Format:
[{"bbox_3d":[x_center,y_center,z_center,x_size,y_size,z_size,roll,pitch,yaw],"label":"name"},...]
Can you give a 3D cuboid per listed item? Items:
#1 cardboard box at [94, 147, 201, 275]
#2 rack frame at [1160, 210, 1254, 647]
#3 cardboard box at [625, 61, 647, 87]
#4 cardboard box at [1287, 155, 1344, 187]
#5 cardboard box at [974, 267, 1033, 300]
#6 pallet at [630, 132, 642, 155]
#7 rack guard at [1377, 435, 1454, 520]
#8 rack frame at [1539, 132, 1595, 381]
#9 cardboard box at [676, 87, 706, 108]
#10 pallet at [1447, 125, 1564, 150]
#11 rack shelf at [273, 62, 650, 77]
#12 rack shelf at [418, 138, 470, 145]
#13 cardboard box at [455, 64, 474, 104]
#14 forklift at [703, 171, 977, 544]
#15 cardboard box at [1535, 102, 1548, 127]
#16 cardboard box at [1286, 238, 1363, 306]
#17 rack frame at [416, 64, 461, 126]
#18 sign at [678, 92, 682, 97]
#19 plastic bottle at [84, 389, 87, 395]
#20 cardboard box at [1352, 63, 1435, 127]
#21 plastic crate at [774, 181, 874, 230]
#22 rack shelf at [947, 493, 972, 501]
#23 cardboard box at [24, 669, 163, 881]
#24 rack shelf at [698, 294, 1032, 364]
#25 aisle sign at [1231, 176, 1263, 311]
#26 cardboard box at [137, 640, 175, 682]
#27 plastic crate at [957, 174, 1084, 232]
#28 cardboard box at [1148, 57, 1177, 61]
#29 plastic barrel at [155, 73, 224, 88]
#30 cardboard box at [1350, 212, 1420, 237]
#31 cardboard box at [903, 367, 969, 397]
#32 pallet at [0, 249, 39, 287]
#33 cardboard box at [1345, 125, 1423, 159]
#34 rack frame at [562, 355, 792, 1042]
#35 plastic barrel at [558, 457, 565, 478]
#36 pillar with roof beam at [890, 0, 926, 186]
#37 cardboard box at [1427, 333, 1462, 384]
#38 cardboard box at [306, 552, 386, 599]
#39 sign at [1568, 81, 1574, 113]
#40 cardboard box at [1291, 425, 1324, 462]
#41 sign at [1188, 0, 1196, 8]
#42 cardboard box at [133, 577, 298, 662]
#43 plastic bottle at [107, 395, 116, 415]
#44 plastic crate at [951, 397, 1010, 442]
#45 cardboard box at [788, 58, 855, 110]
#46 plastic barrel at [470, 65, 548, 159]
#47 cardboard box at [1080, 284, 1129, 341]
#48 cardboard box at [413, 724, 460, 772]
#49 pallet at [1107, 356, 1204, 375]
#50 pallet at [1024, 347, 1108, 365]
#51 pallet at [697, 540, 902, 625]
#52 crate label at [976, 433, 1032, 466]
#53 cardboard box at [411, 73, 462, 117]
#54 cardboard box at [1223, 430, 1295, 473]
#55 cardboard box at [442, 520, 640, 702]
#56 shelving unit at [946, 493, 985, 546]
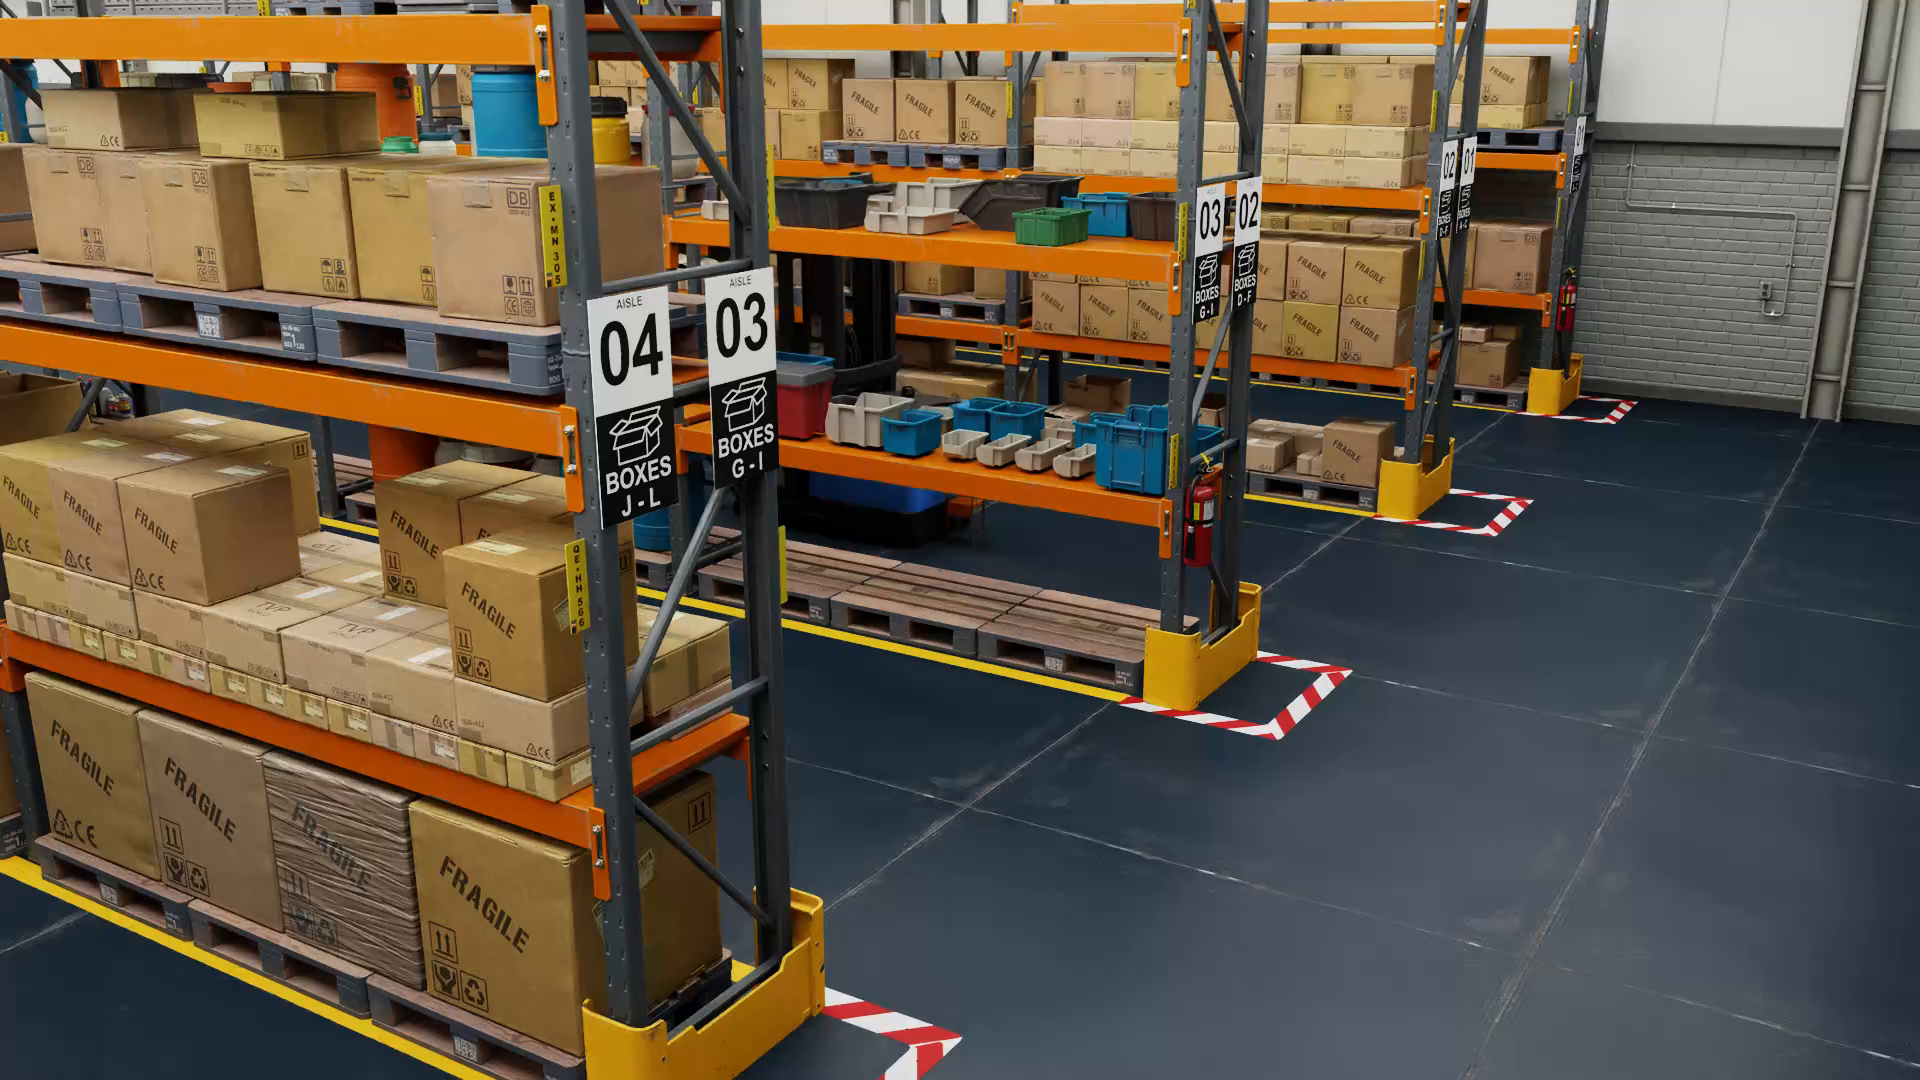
[{"bbox_3d":[-3.286,-1.457,7.290,0.500,0.500,0.700,11,20,33],"label":"cardboard box"},{"bbox_3d":[1.560,-0.531,10.467,0.127,3.000,1.000,10,20,30],"label":"rack frame"},{"bbox_3d":[-4.525,-6.871,24.252,0.500,0.500,0.500,11,20,33],"label":"cardboard box"},{"bbox_3d":[3.159,-3.212,14.391,0.500,0.250,0.500,10,20,30],"label":"cardboard box"},{"bbox_3d":[0.460,-2.741,16.851,0.500,0.500,0.700,4,17,12],"label":"cardboard box"},{"bbox_3d":[-3.287,-4.400,18.368,1.003,0.211,1.213,11,20,33],"label":"pallet"},{"bbox_3d":[4.091,-0.572,14.905,0.348,0.500,1.175,10,20,30],"label":"rack guard"},{"bbox_3d":[6.745,-2.984,18.545,0.127,3.000,1.000,10,20,30],"label":"rack frame"},{"bbox_3d":[-4.043,-6.318,24.153,0.500,0.500,0.500,11,20,32],"label":"cardboard box"},{"bbox_3d":[6.107,-4.487,18.484,1.213,0.211,1.003,10,20,30],"label":"pallet"},{"bbox_3d":[-3.553,-3.778,12.762,4.000,0.370,1.077,10,20,30],"label":"rack shelf"},{"bbox_3d":[-7.774,-4.977,21.183,4.000,0.370,1.077,10,20,30],"label":"rack shelf"},{"bbox_3d":[-5.565,-5.402,19.587,0.500,0.500,0.500,10,20,31],"label":"cardboard box"},{"bbox_3d":[-1.367,-1.674,14.349,3.031,2.935,1.130,11,20,32],"label":"forklift"},{"bbox_3d":[6.251,-4.768,18.620,0.500,0.250,0.500,11,20,33],"label":"cardboard box"},{"bbox_3d":[3.201,-2.359,14.595,0.500,0.500,0.500,11,20,32],"label":"cardboard box"},{"bbox_3d":[-6.070,-6.453,19.641,0.127,3.000,1.000,10,20,30],"label":"rack frame"},{"bbox_3d":[-2.959,-4.558,17.539,0.005,0.325,0.100,10,20,30],"label":"sign"},{"bbox_3d":[-9.212,-1.489,17.422,0.185,0.351,0.144,10,20,30],"label":"plastic bottle"},{"bbox_3d":[3.709,-3.792,14.152,0.500,0.500,0.700,10,20,30],"label":"cardboard box"},{"bbox_3d":[-0.934,-2.255,11.207,0.590,0.269,0.497,10,20,30],"label":"plastic crate"},{"bbox_3d":[0.046,-0.484,13.705,0.240,0.259,0.215,10,20,30],"label":"rack shelf"},{"bbox_3d":[-3.920,1.024,8.284,0.875,0.875,0.875,10,20,30],"label":"cardboard box"},{"bbox_3d":[-0.957,-2.325,17.613,4.000,0.370,1.077,10,20,30],"label":"rack shelf"},{"bbox_3d":[1.777,-1.837,10.295,0.004,0.787,0.394,10,20,30],"label":"aisle sign"},{"bbox_3d":[-3.471,0.494,7.528,0.250,0.149,0.380,10,19,29],"label":"cardboard box"},{"bbox_3d":[0.402,-2.237,11.029,0.767,0.338,0.504,10,20,30],"label":"plastic crate"},{"bbox_3d":[2.655,-5.811,20.472,0.500,0.250,0.500,12,21,34],"label":"cardboard box"},{"bbox_3d":[-7.004,-3.808,15.234,0.708,0.901,0.600,10,20,30],"label":"plastic barrel"},{"bbox_3d":[5.034,-3.429,19.493,0.700,0.700,0.980,9,19,27],"label":"cardboard box"},{"bbox_3d":[-0.240,-1.461,17.074,0.500,0.500,0.500,10,20,30],"label":"cardboard box"},{"bbox_3d":[-5.248,-1.383,8.442,1.217,0.209,0.805,9,19,28],"label":"pallet"},{"bbox_3d":[3.584,-3.374,14.066,0.500,0.250,0.500,10,20,30],"label":"cardboard box"},{"bbox_3d":[-1.032,0.696,6.429,0.127,3.000,1.000,10,20,30],"label":"rack frame"},{"bbox_3d":[-2.907,-0.531,13.355,0.708,0.901,0.600,10,20,30],"label":"plastic barrel"},{"bbox_3d":[-2.980,-6.417,19.525,0.400,9.000,9.100,10,20,30],"label":"pillar with roof beam"},{"bbox_3d":[5.669,-2.147,19.366,0.500,0.500,0.700,10,20,30],"label":"cardboard box"},{"bbox_3d":[-2.620,0.253,7.634,0.500,0.250,0.500,10,19,29],"label":"cardboard box"},{"bbox_3d":[6.449,-4.673,17.556,0.005,0.325,0.100,10,20,30],"label":"sign"},{"bbox_3d":[3.414,-0.881,15.593,0.500,0.250,0.500,10,20,30],"label":"cardboard box"},{"bbox_3d":[1.286,-3.108,9.185,0.005,0.325,0.100,10,20,30],"label":"sign"},{"bbox_3d":[-3.312,0.308,7.453,0.500,0.250,0.500,11,20,31],"label":"cardboard box"},{"bbox_3d":[-8.881,-1.415,17.438,0.097,0.201,0.097,0,17,0],"label":"plastic bottle"},{"bbox_3d":[0.144,-0.844,11.684,0.300,0.233,0.416,10,20,30],"label":"plastic crate"},{"bbox_3d":[-1.424,-4.712,17.180,0.500,0.500,0.500,10,20,30],"label":"cardboard box"},{"bbox_3d":[-3.383,-3.237,12.630,0.708,0.901,0.600,10,20,30],"label":"plastic barrel"},{"bbox_3d":[1.477,-2.191,15.761,0.500,0.500,0.500,11,20,31],"label":"cardboard box"},{"bbox_3d":[-1.945,0.766,6.631,0.250,0.149,0.380,10,20,30],"label":"cardboard box"},{"bbox_3d":[2.639,-2.357,21.278,1.213,0.211,1.003,10,20,30],"label":"pallet"},{"bbox_3d":[1.596,-2.542,21.888,1.213,0.211,1.003,10,20,30],"label":"pallet"},{"bbox_3d":[-1.202,0.297,12.539,1.213,0.211,1.003,10,20,30],"label":"pallet"},{"bbox_3d":[0.281,-0.596,11.034,0.243,0.136,0.396,10,20,30],"label":"crate label"},{"bbox_3d":[-6.361,-5.475,20.448,0.500,0.500,0.500,12,21,35],"label":"cardboard box"},{"bbox_3d":[2.769,-0.825,15.411,0.500,0.250,0.500,10,20,30],"label":"cardboard box"},{"bbox_3d":[-1.585,0.258,6.328,0.500,0.500,0.500,10,20,31],"label":"cardboard box"},{"bbox_3d":[0.046,-0.494,13.702,0.252,1.050,0.215,10,20,30],"label":"shelving unit"}]
